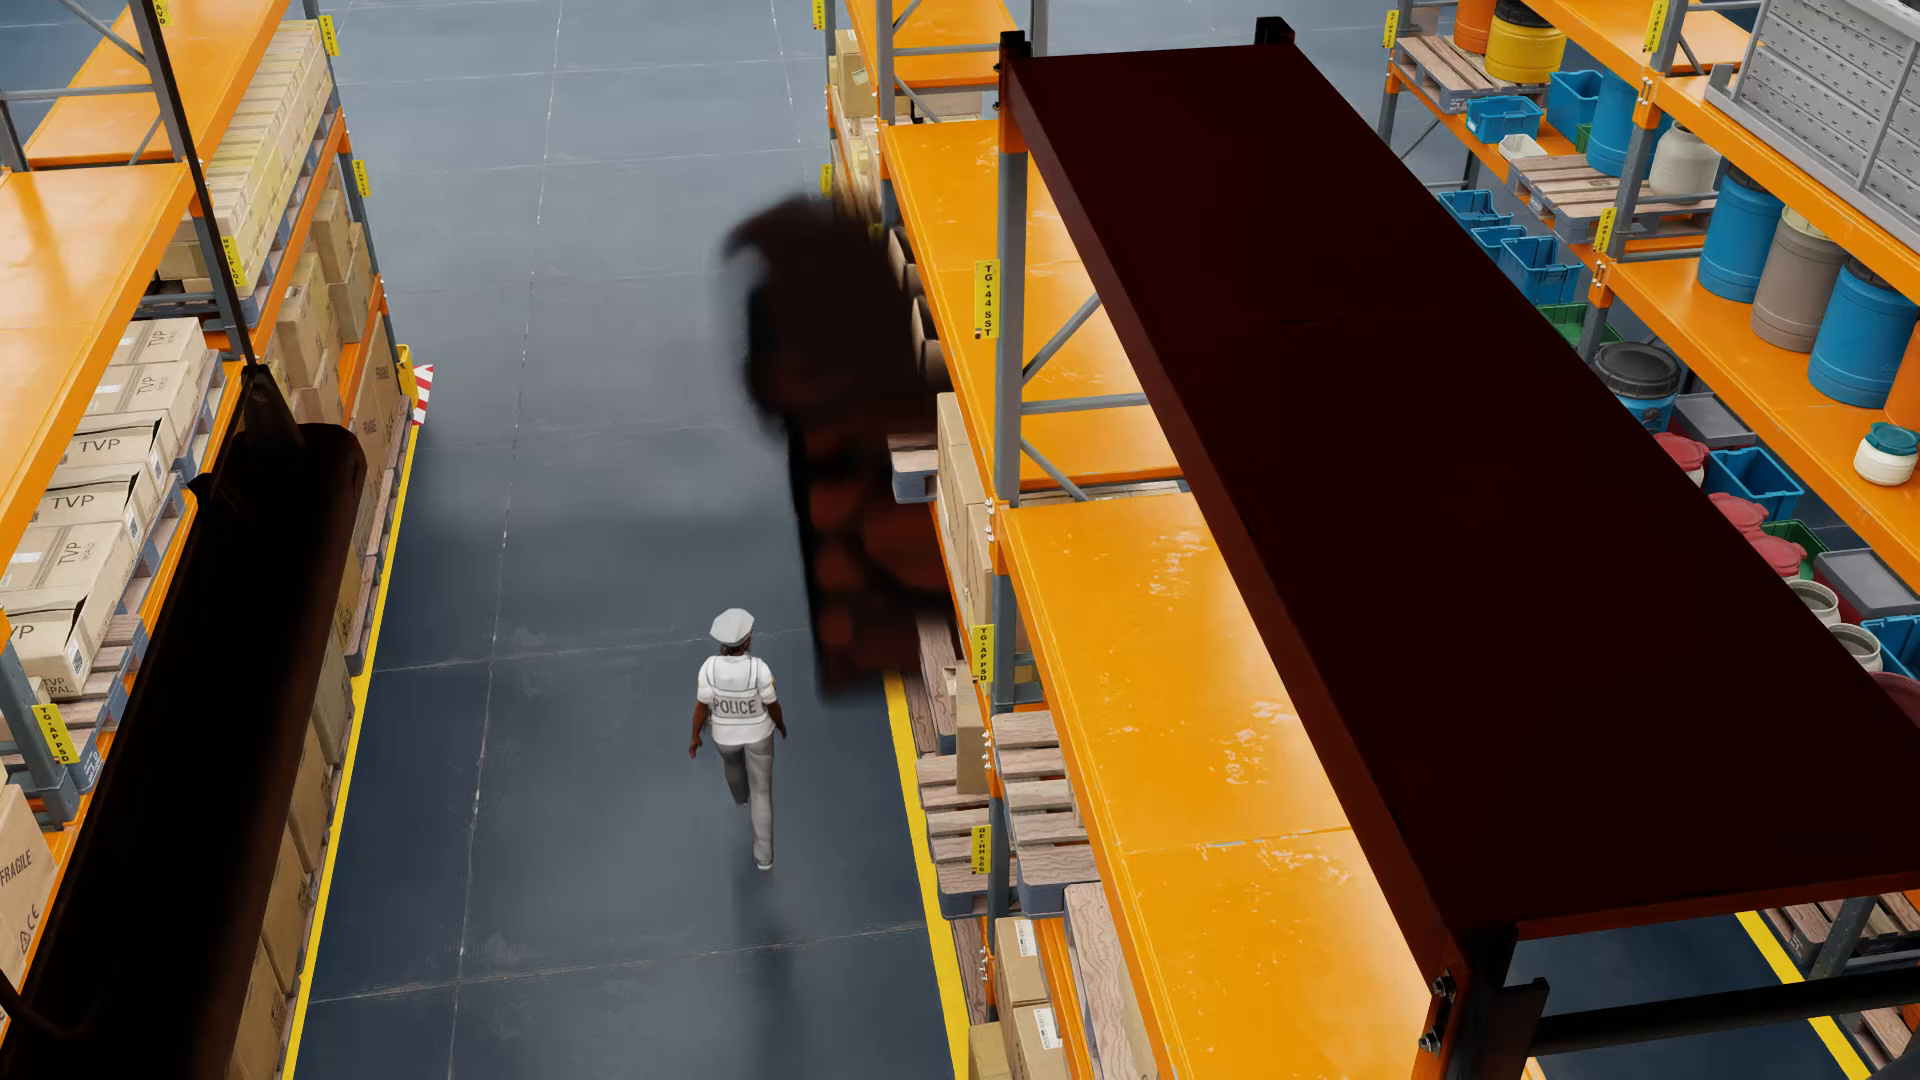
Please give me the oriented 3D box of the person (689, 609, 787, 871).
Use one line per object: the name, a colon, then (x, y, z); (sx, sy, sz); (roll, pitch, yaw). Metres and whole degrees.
person: (-1.343, 1.152, 10.007); (0.592, 1.640, 0.913); (-3, 36, -4)
